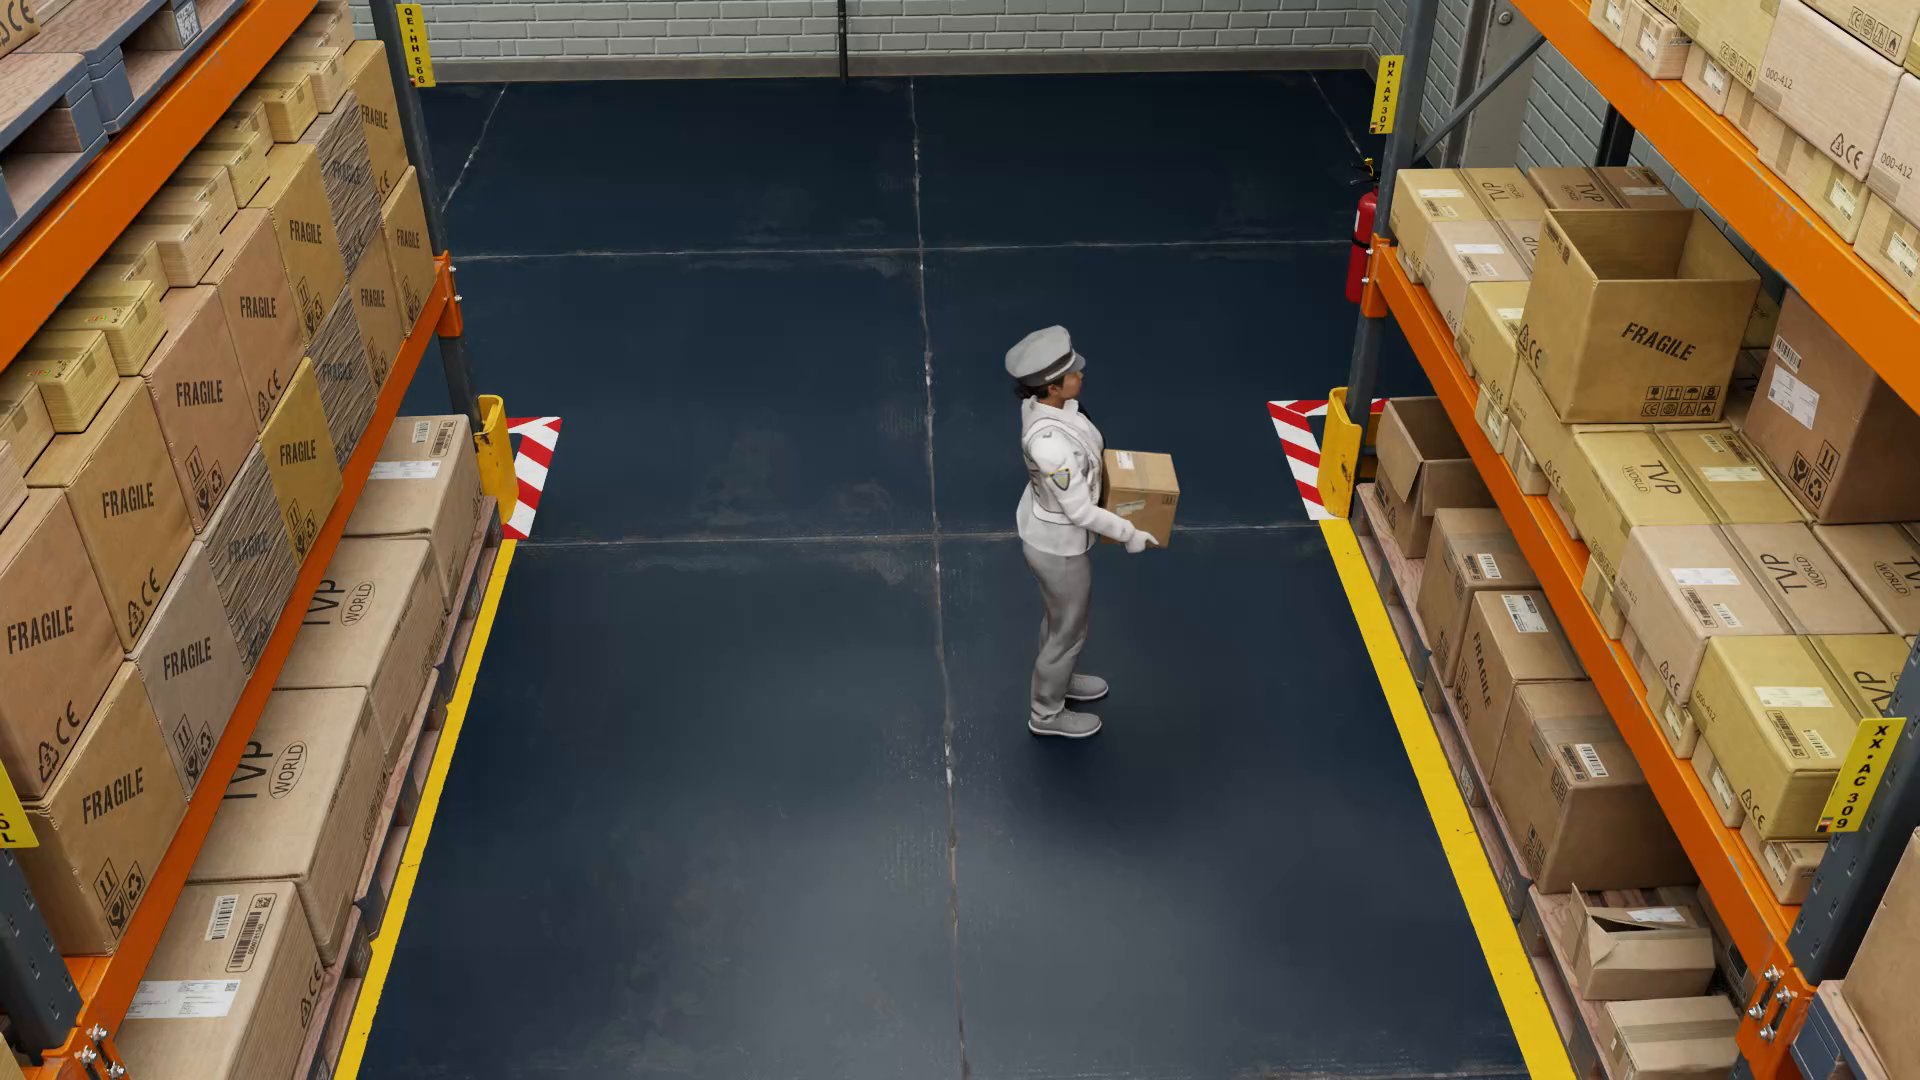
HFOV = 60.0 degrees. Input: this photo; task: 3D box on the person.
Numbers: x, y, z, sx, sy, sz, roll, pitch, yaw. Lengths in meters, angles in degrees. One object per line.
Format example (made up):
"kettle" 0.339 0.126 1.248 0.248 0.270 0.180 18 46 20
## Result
"person" 0.435 -0.014 6.145 0.556 1.686 0.459 -1 35 -1
